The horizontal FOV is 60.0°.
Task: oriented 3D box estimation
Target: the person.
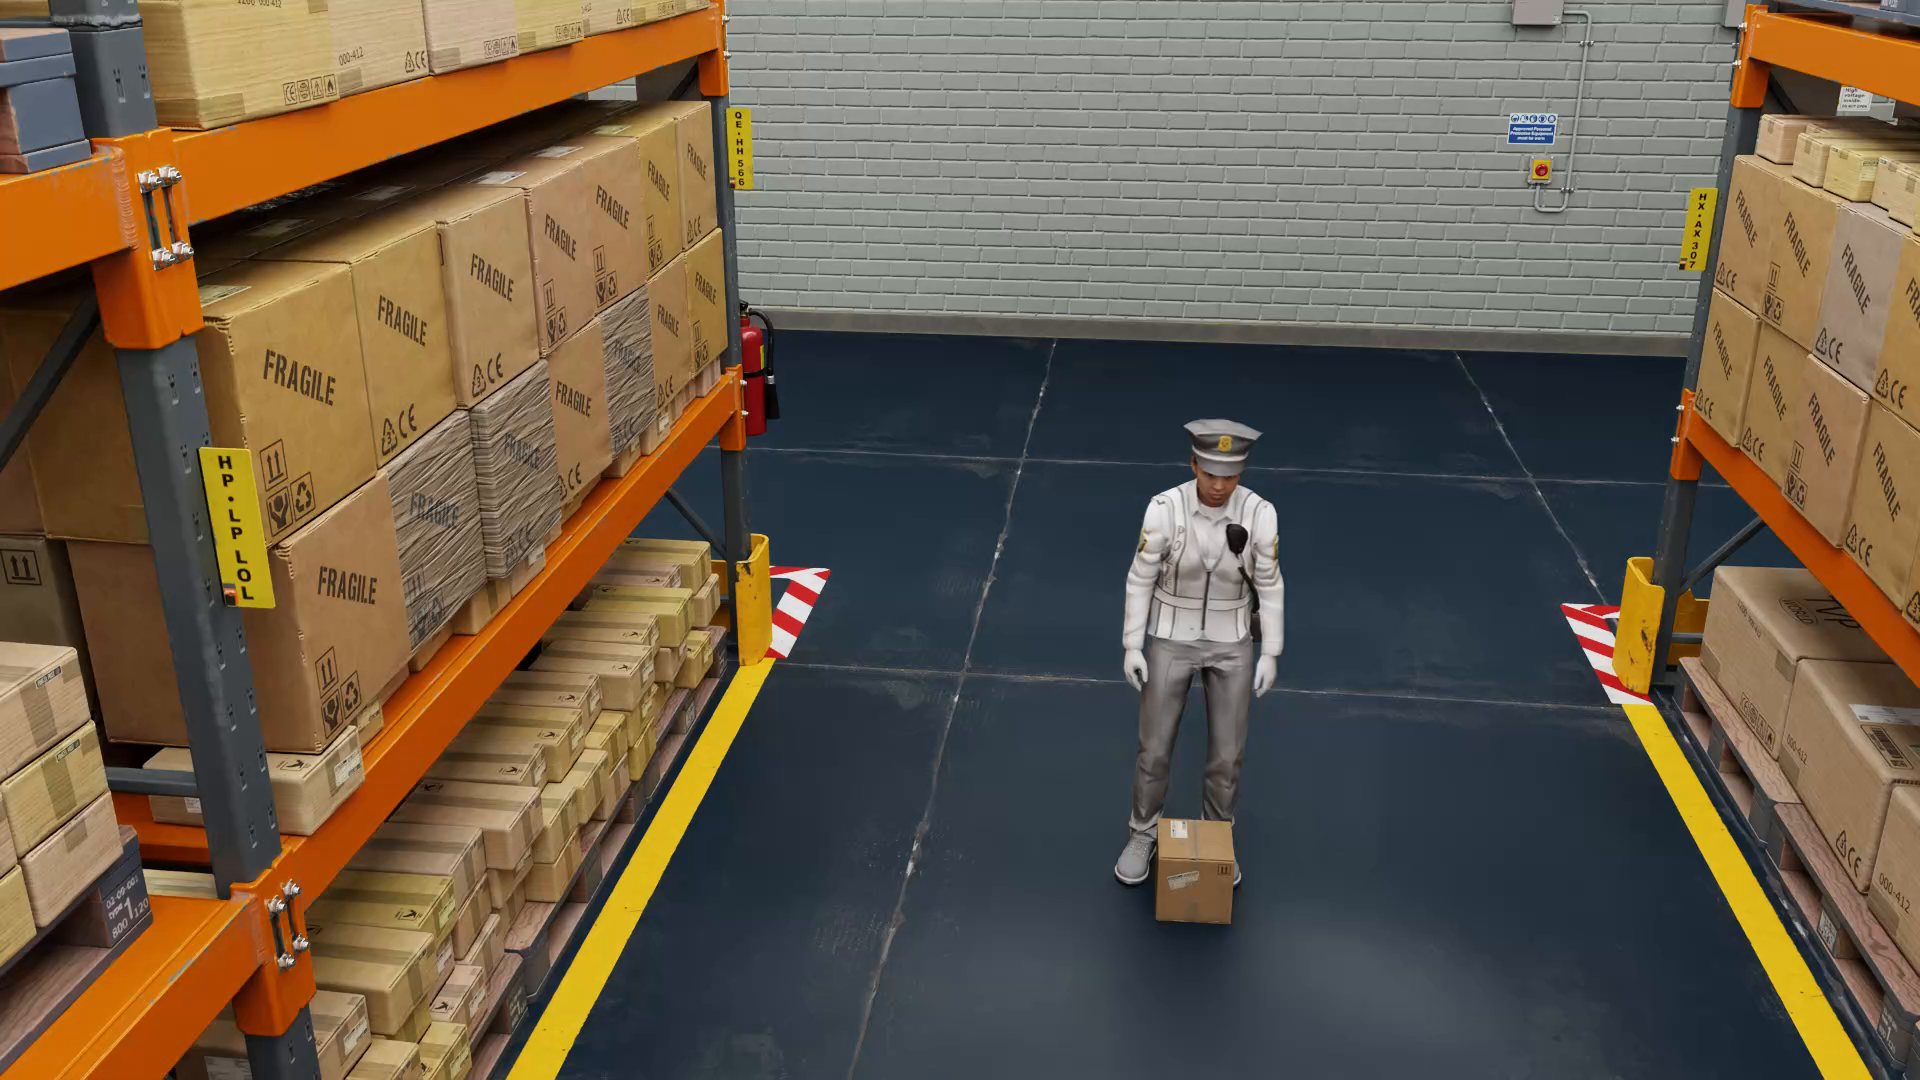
[{"bbox_3d":[0.815,0.380,5.606,0.536,1.662,0.379,2,21,5],"label":"person"}]
